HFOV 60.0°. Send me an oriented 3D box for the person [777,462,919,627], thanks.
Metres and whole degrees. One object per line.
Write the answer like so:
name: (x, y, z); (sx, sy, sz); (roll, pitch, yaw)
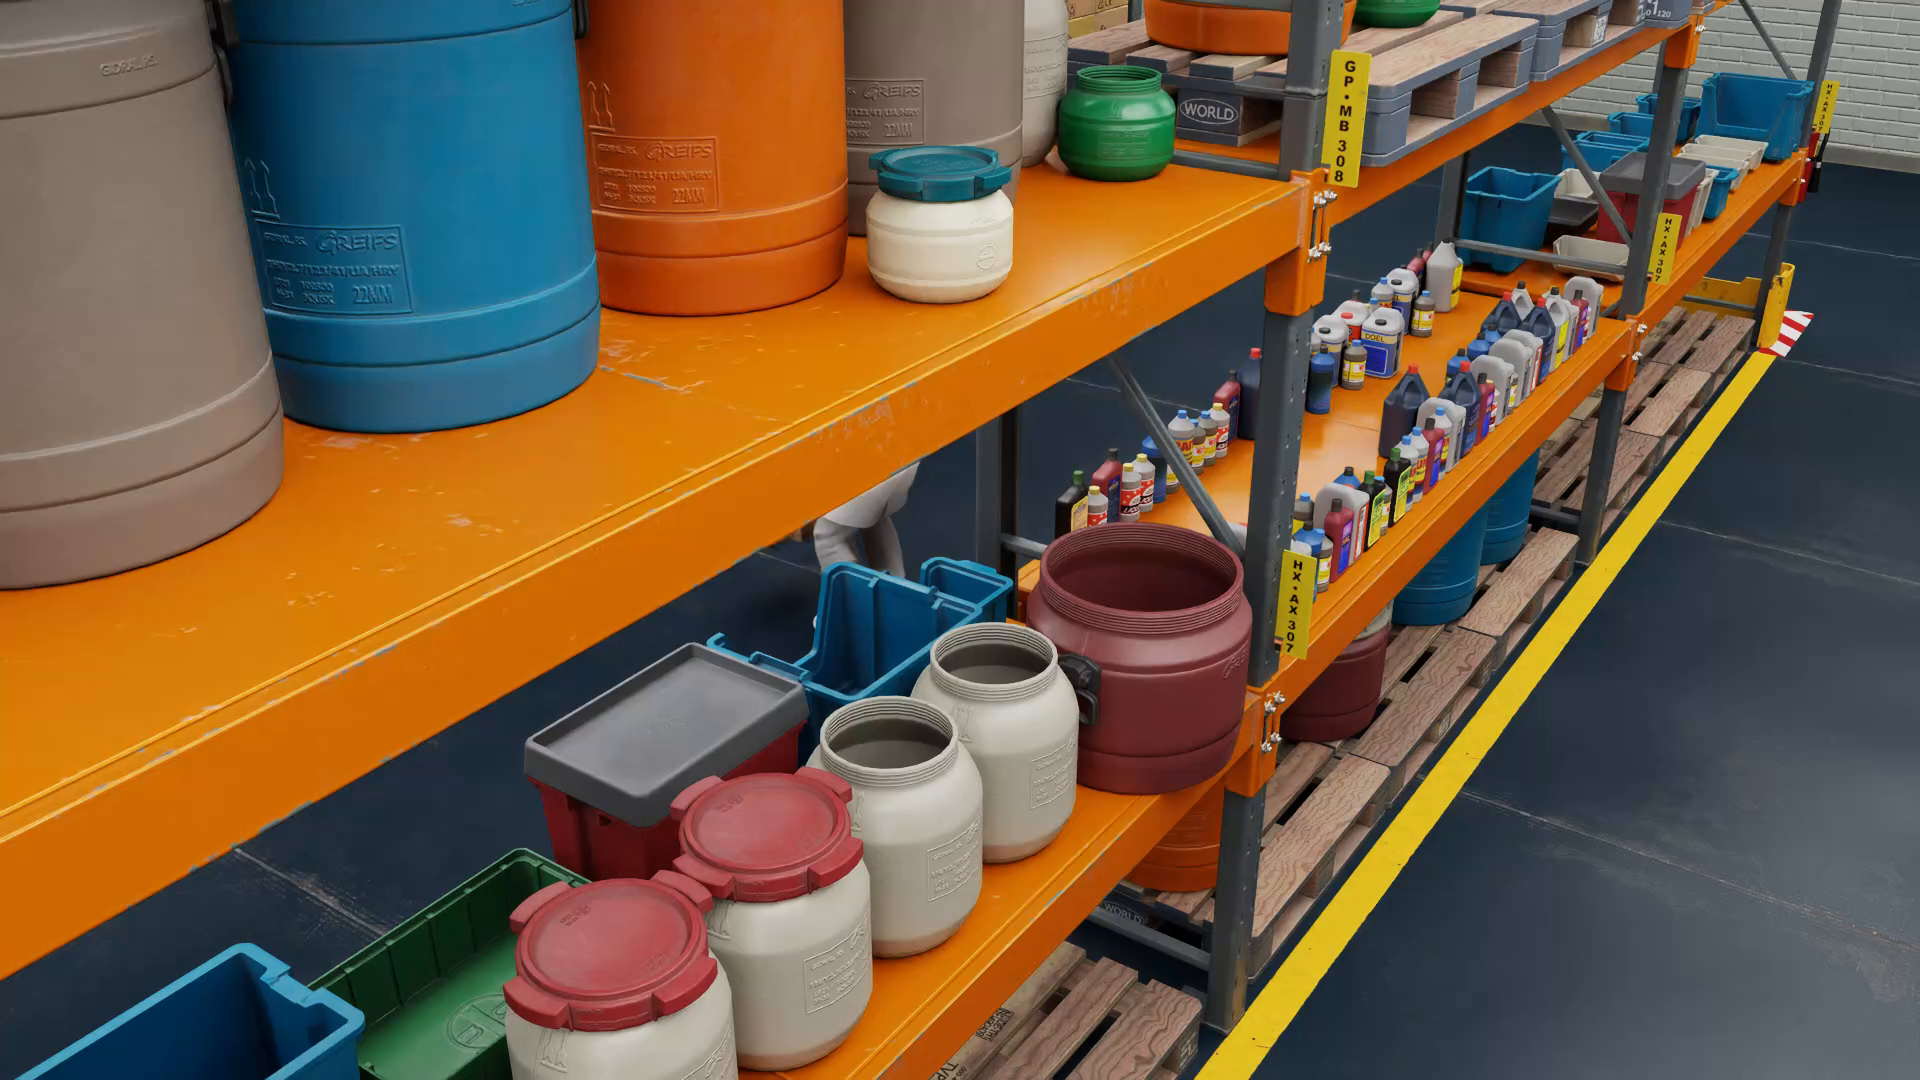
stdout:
person: (-0.617, -0.199, 7.652); (0.929, 1.224, 0.559); (16, 31, 29)
